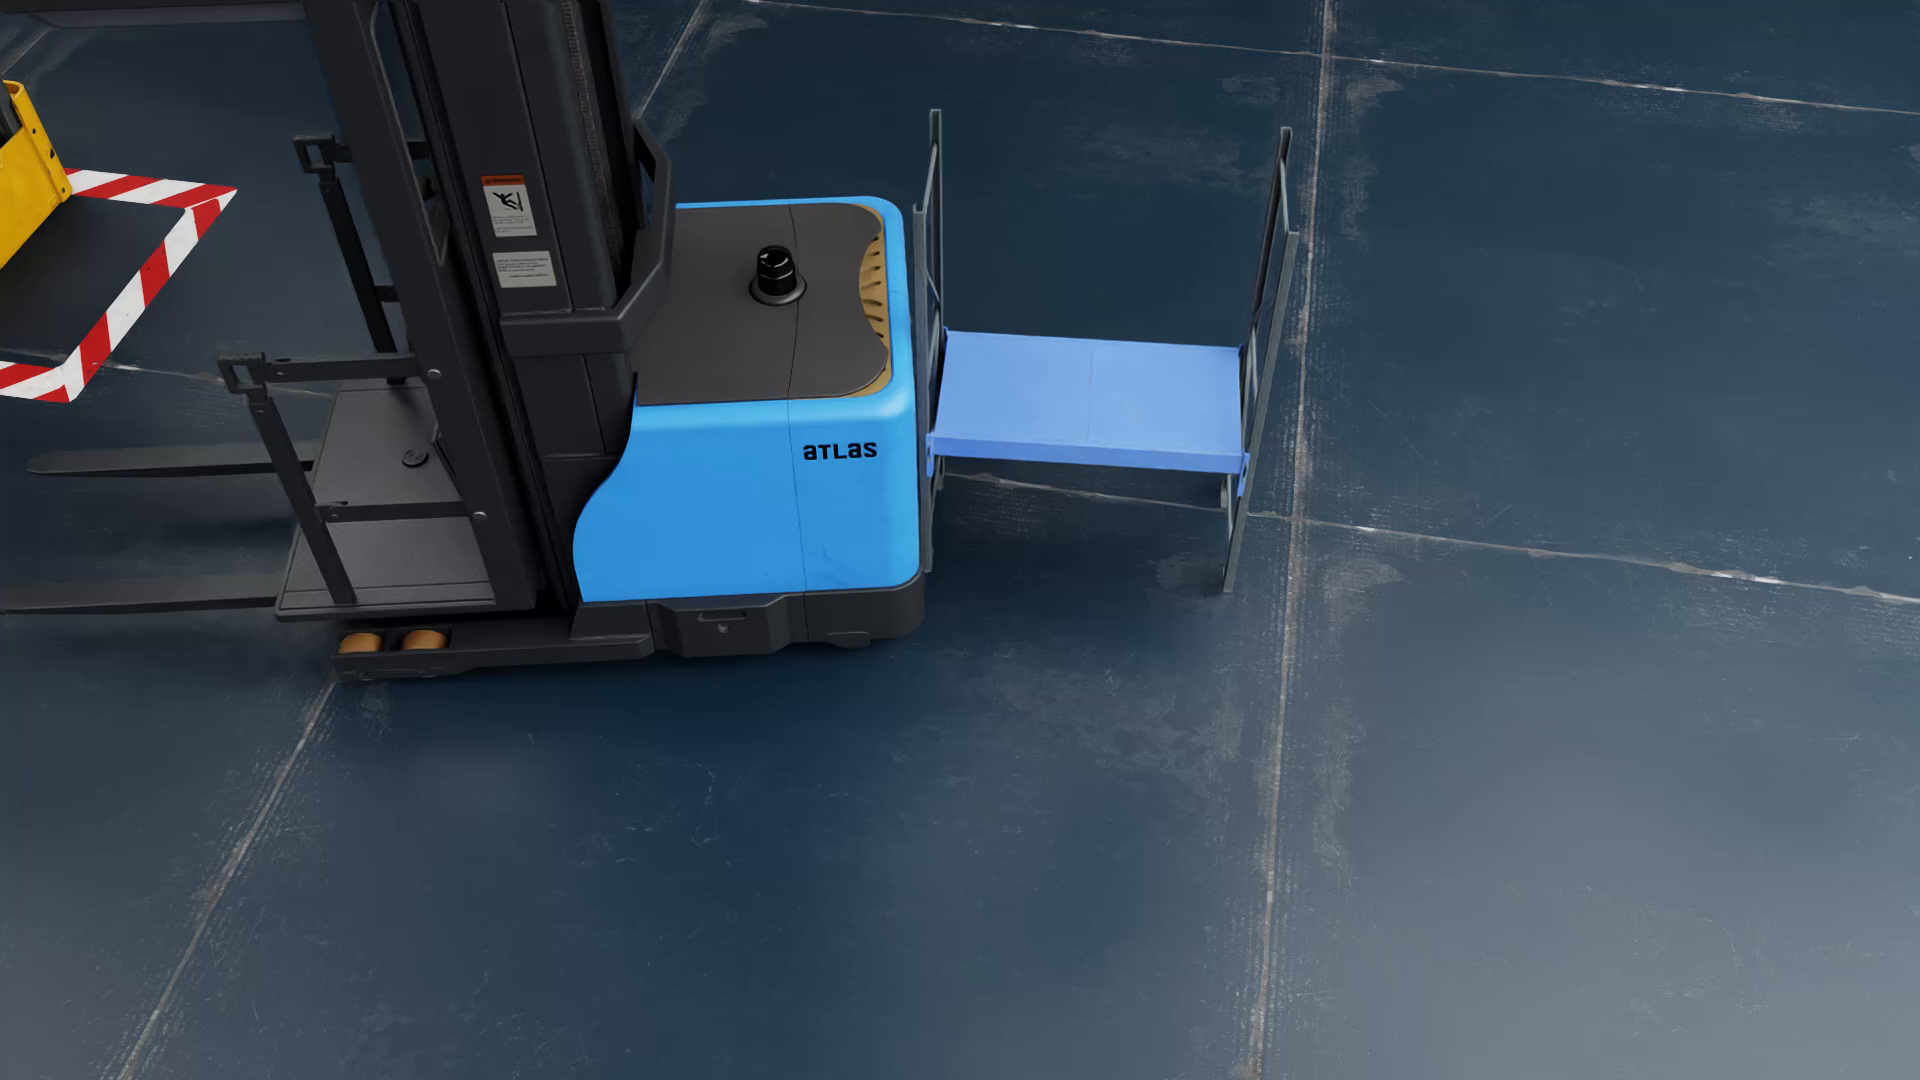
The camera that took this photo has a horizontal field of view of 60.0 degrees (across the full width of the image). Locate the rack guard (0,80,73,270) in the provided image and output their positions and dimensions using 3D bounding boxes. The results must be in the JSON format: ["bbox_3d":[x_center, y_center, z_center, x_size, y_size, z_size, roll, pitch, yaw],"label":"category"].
[{"bbox_3d":[-4.043,-1.279,6.563,0.348,0.500,1.175,8,49,7],"label":"rack guard"}]

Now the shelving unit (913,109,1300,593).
[{"bbox_3d":[0.414,-0.542,5.229,1.048,1.500,0.538,4,48,3],"label":"shelving unit"}]

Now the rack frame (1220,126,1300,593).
[{"bbox_3d":[0.921,-0.508,5.199,0.032,1.500,0.500,4,48,3],"label":"rack frame"}]

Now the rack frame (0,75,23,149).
[{"bbox_3d":[-3.968,-2.105,5.624,0.127,3.000,1.000,8,49,7],"label":"rack frame"}]

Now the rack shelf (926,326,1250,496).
[{"bbox_3d":[0.414,-0.422,5.362,1.000,0.185,0.538,4,48,3],"label":"rack shelf"}]

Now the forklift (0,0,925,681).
[{"bbox_3d":[-1.655,-0.936,4.621,3.031,2.935,1.130,-3,48,-2],"label":"forklift"}]

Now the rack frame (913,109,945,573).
[{"bbox_3d":[-0.092,-0.575,5.259,0.032,1.500,0.500,4,48,3],"label":"rack frame"}]
